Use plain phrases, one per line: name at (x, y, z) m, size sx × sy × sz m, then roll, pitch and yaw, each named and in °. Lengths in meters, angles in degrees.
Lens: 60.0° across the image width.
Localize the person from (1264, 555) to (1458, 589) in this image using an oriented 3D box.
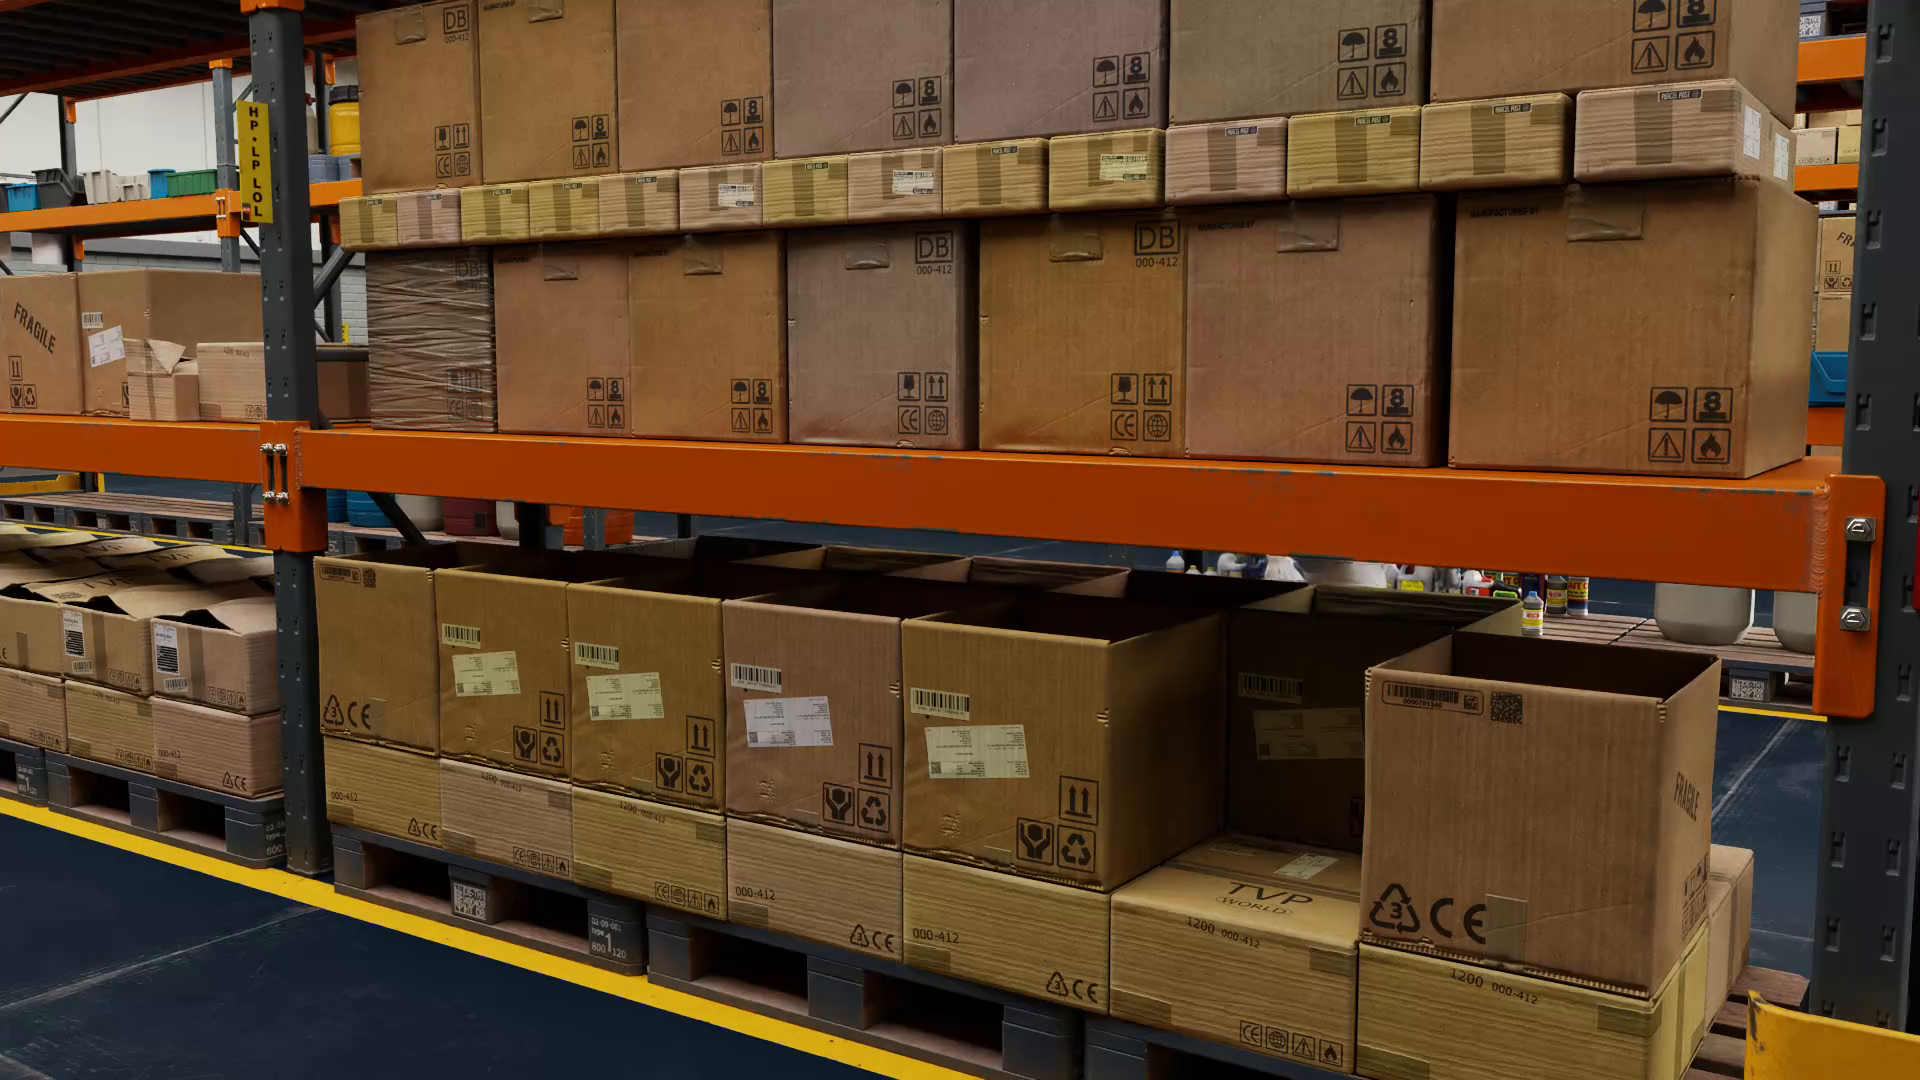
person at (1.269, 0.046, 5.098) m, size 1.020 × 1.734 × 0.587 m, roll 4°, pitch 7°, yaw 33°
